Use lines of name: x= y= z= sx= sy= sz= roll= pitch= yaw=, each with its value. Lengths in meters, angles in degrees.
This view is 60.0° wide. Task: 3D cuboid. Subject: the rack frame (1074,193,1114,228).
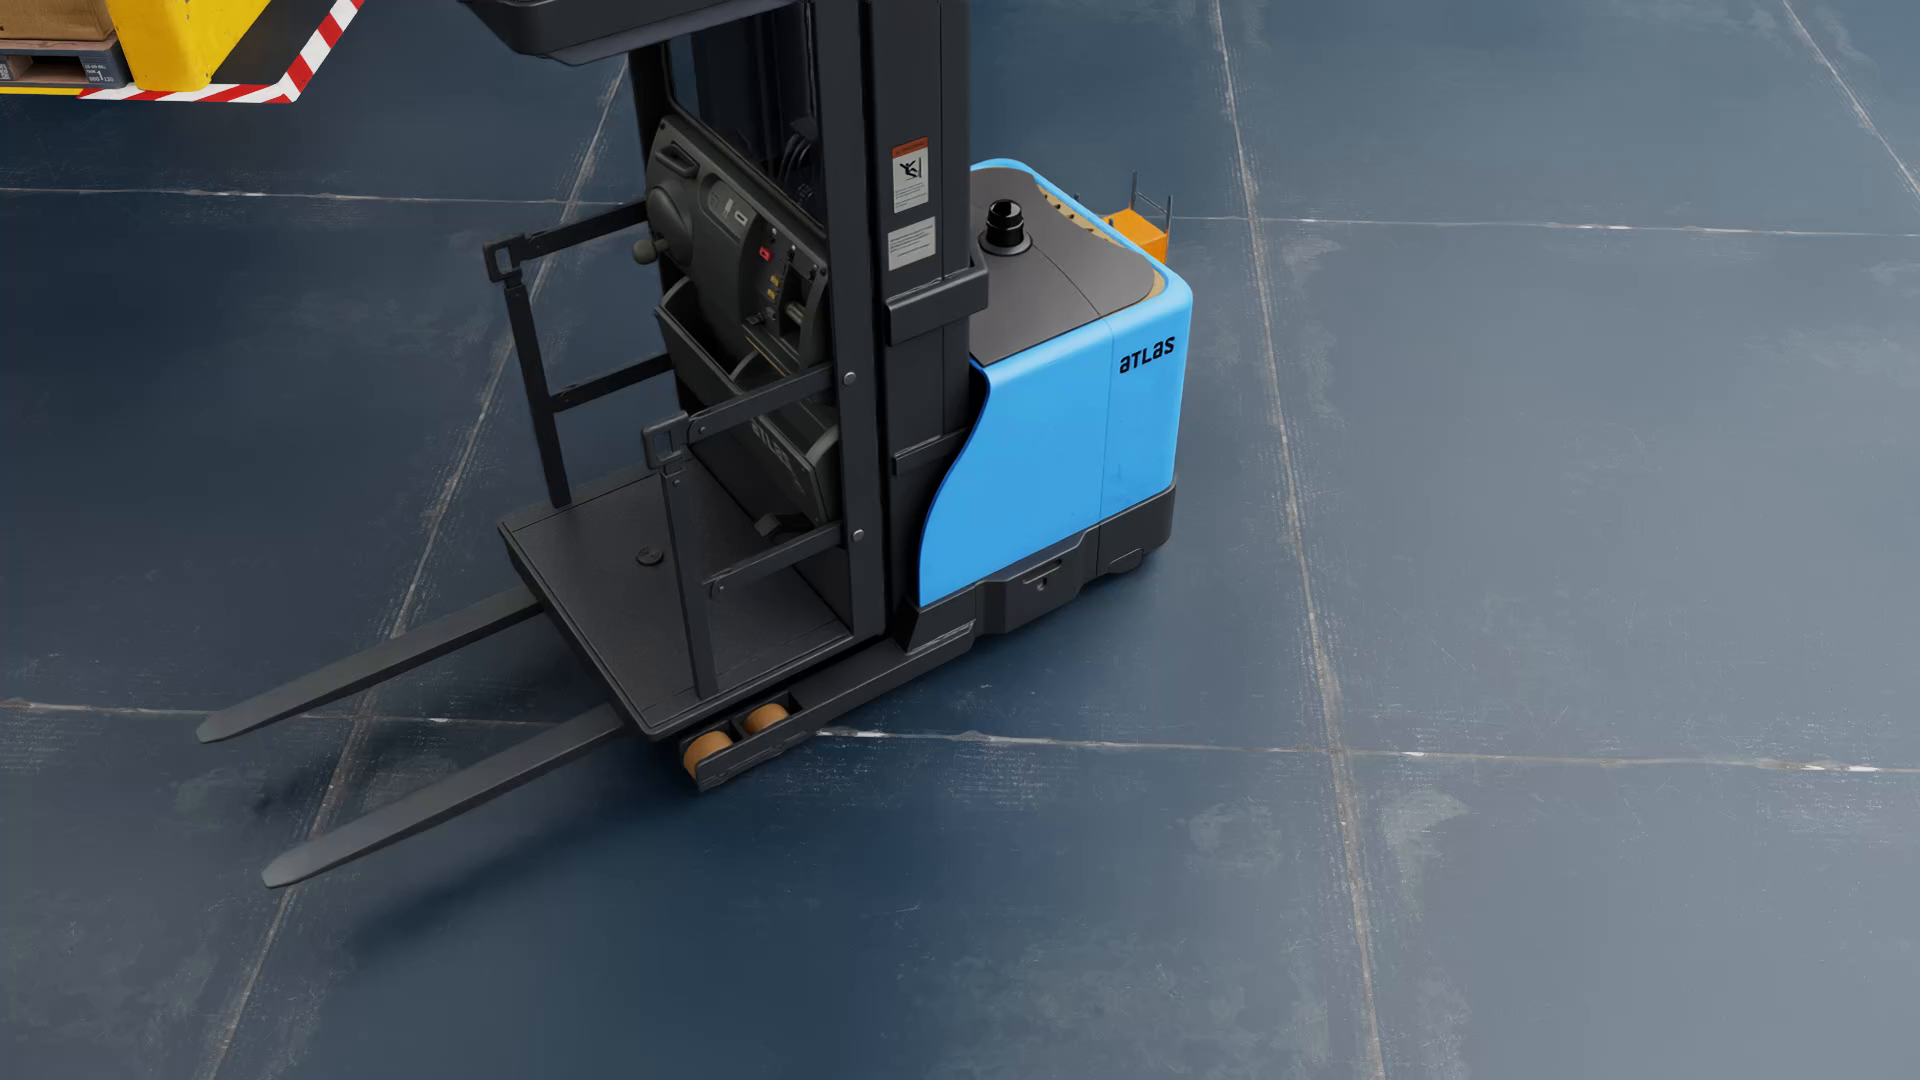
rack frame: x=0.432 y=-0.693 z=5.723 sx=0.008 sy=1.050 sz=0.200 roll=-25 pitch=48 yaw=-24

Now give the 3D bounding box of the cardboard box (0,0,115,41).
cardboard box: x=-4.539 y=-3.031 z=8.054 sx=0.875 sy=0.875 sz=0.875 roll=2 pitch=43 yaw=2

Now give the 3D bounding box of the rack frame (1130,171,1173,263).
rack frame: x=0.634 y=-0.787 z=5.824 sx=0.008 sy=1.050 sz=0.200 roll=-25 pitch=48 yaw=-24

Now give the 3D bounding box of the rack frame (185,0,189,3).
rack frame: x=-3.858 y=-3.679 z=7.499 sx=0.127 sy=3.000 sz=1.000 roll=2 pitch=43 yaw=2

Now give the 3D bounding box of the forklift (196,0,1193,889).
forklift: x=-0.784 y=-0.751 z=4.406 sx=3.031 sy=2.935 sz=1.130 roll=-25 pitch=48 yaw=-24

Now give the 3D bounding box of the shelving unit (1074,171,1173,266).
shelving unit: x=0.533 y=-0.740 z=5.774 sx=0.252 sy=1.050 sz=0.215 roll=-25 pitch=48 yaw=-24

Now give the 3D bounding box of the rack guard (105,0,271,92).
rack guard: x=-3.834 y=-2.764 z=8.350 sx=0.348 sy=0.500 sz=1.175 roll=2 pitch=43 yaw=2

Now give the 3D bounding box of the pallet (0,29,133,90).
pallet: x=-4.661 y=-2.630 z=8.418 sx=1.213 sy=0.211 sz=1.003 roll=2 pitch=43 yaw=2

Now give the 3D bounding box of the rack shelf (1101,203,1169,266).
rack shelf: x=0.533 y=-0.940 z=5.588 sx=0.240 sy=0.259 sz=0.215 roll=-25 pitch=48 yaw=-24
